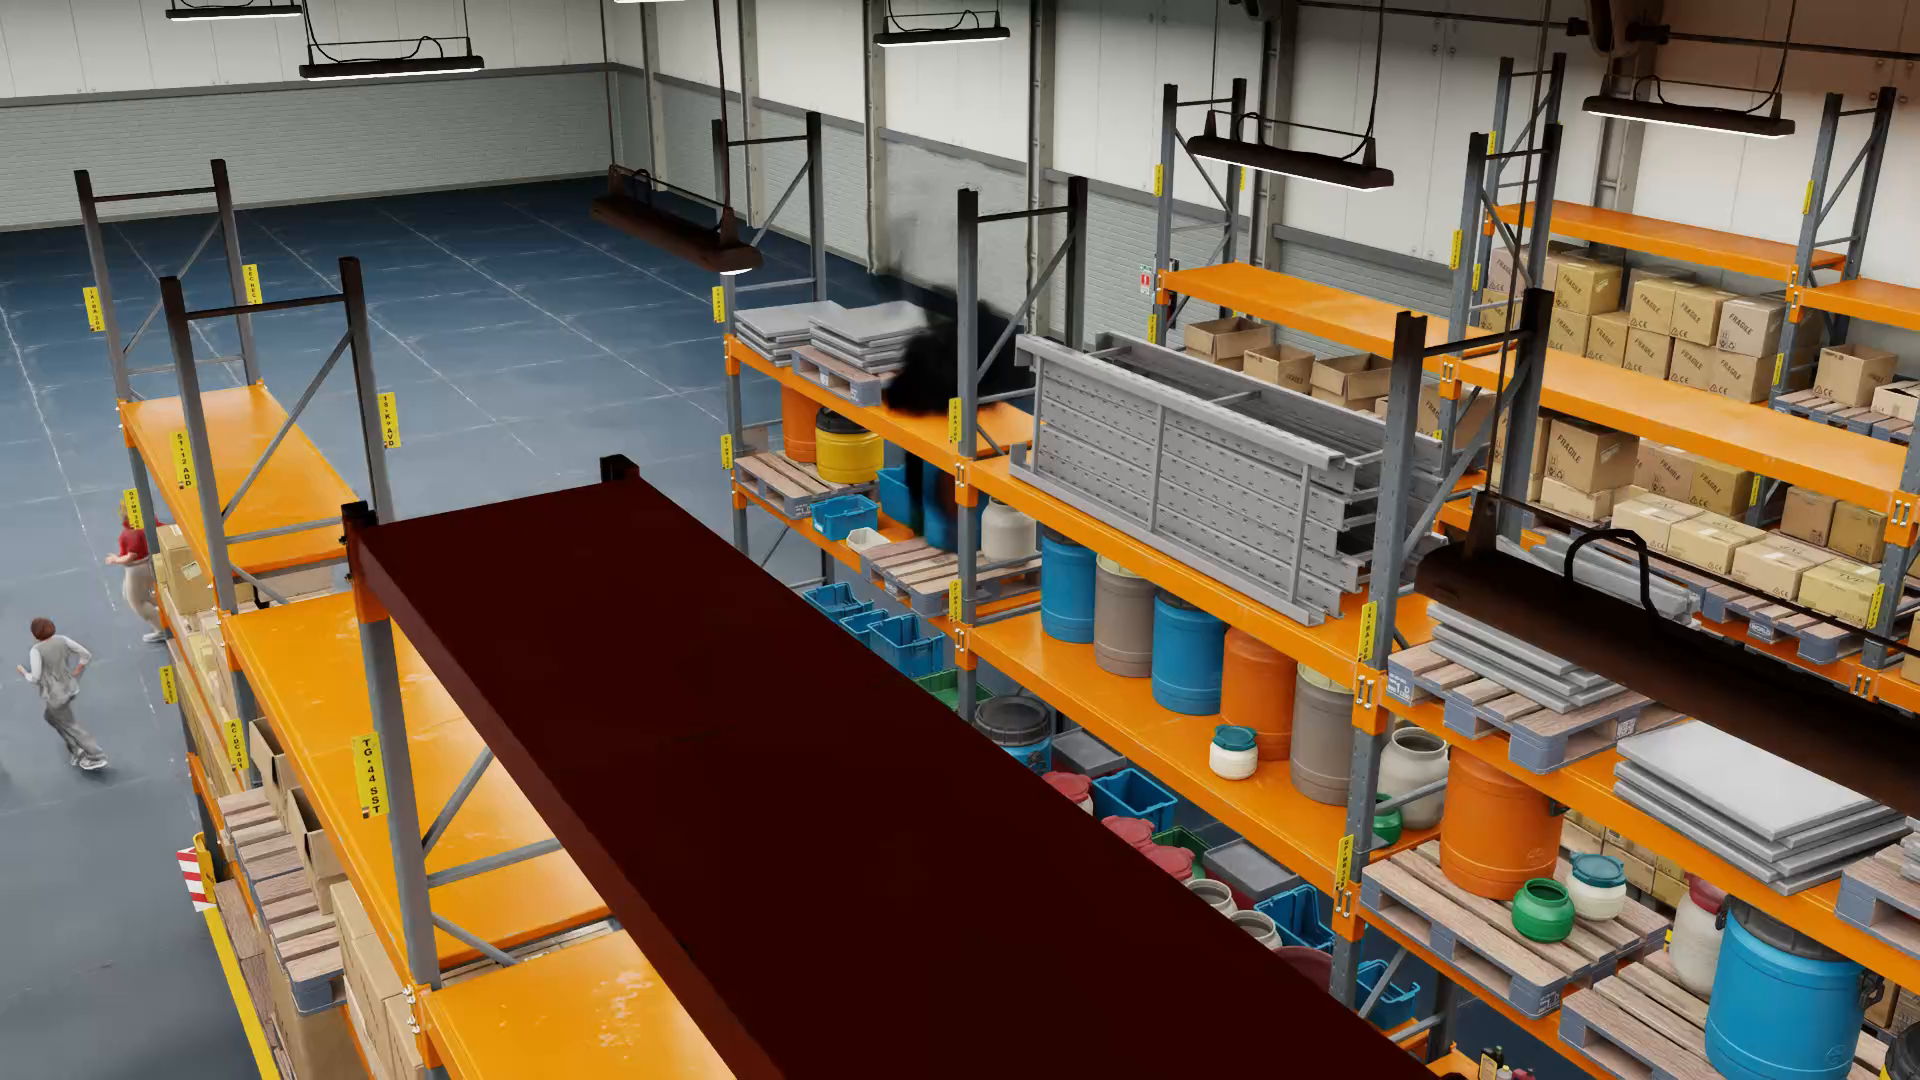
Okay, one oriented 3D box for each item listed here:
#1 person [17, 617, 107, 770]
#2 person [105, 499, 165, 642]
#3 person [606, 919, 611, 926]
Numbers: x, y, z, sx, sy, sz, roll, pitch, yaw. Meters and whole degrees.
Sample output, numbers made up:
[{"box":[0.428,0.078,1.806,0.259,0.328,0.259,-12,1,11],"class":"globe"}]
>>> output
[{"box":[-8.465,1.470,15.618,0.679,1.620,0.507,4,22,10],"class":"person"},{"box":[-9.065,0.324,18.331,0.590,1.686,0.657,-3,22,-8],"class":"person"},{"box":[-2.765,2.530,12.761,0.673,1.772,0.849,-14,26,-31],"class":"person"}]
